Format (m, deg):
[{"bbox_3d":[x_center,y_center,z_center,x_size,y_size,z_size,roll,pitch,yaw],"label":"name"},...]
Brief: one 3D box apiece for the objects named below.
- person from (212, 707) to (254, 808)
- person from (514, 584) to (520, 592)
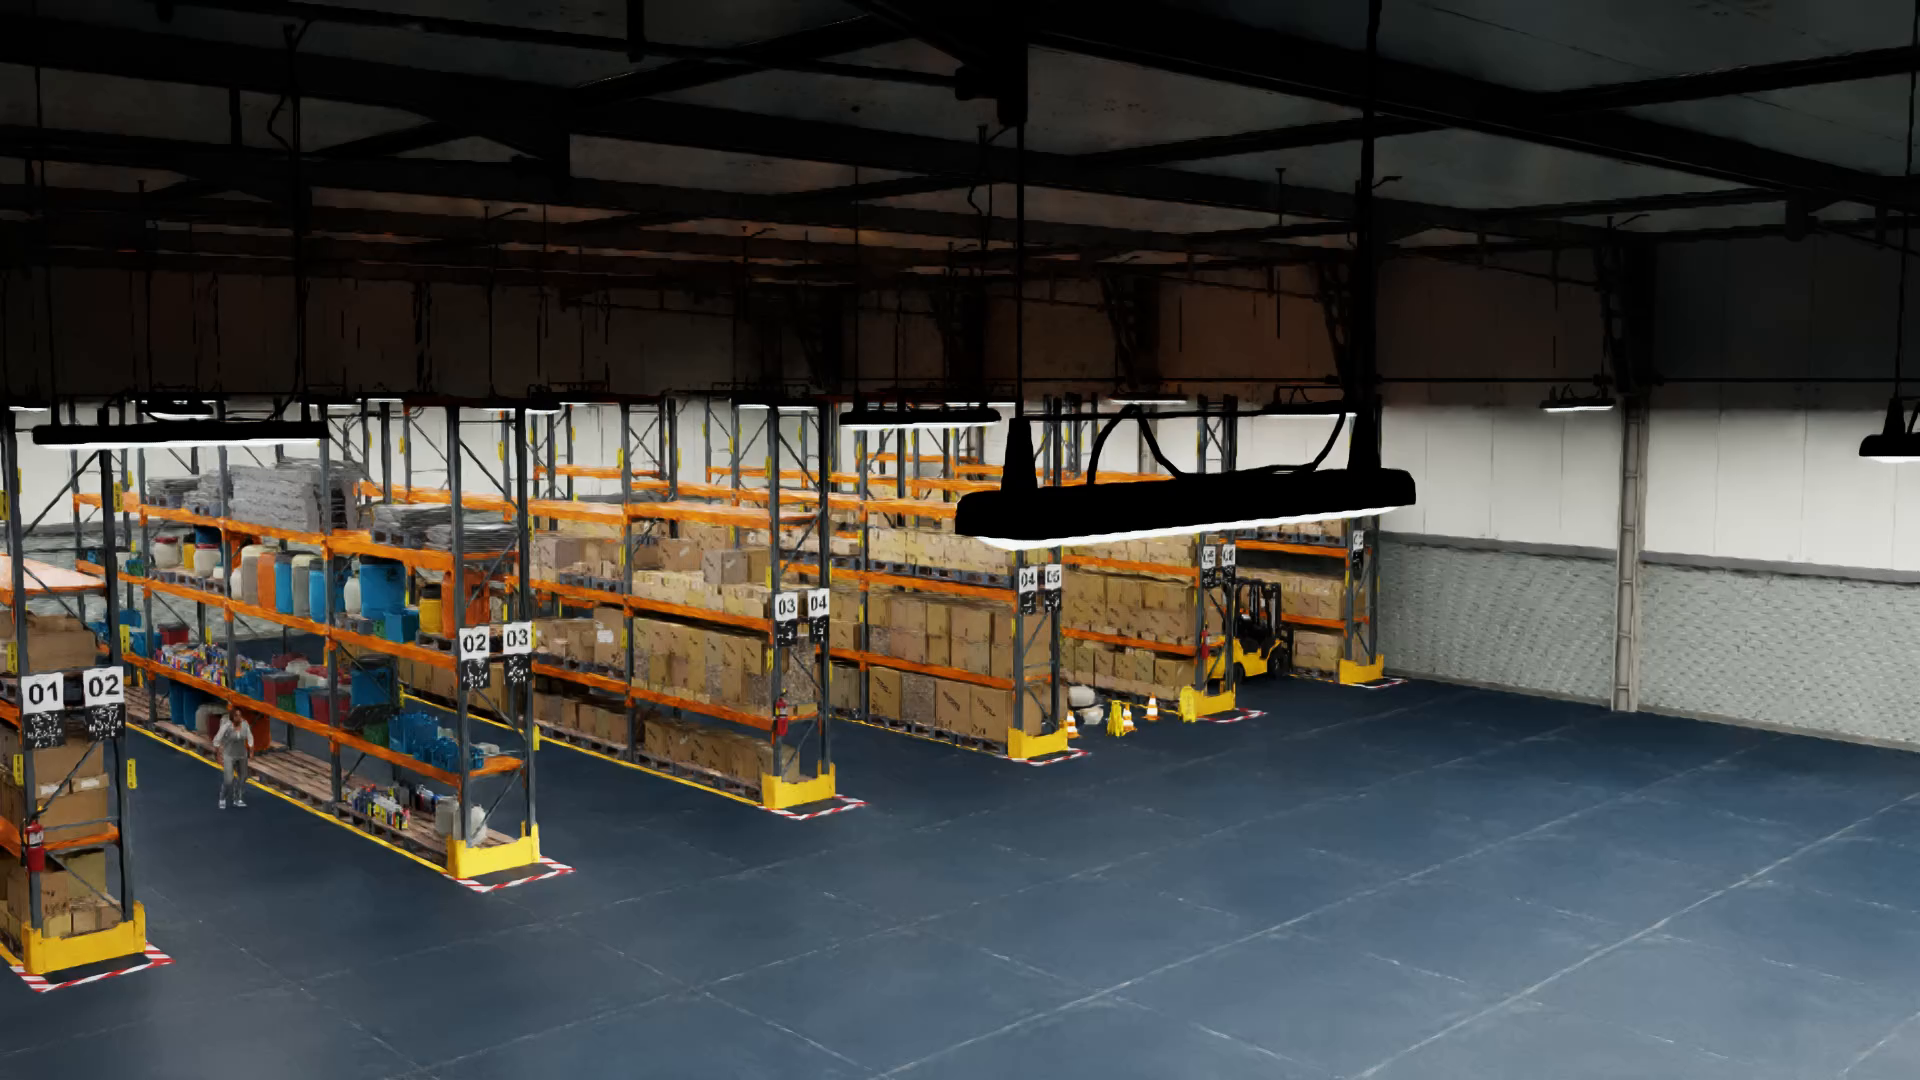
[{"bbox_3d":[-10.716,3.201,24.533,0.519,1.541,0.566,5,8,44],"label":"person"},{"bbox_3d":[-11.094,1.480,41.686,0.483,1.664,0.700,2,6,18],"label":"person"}]
